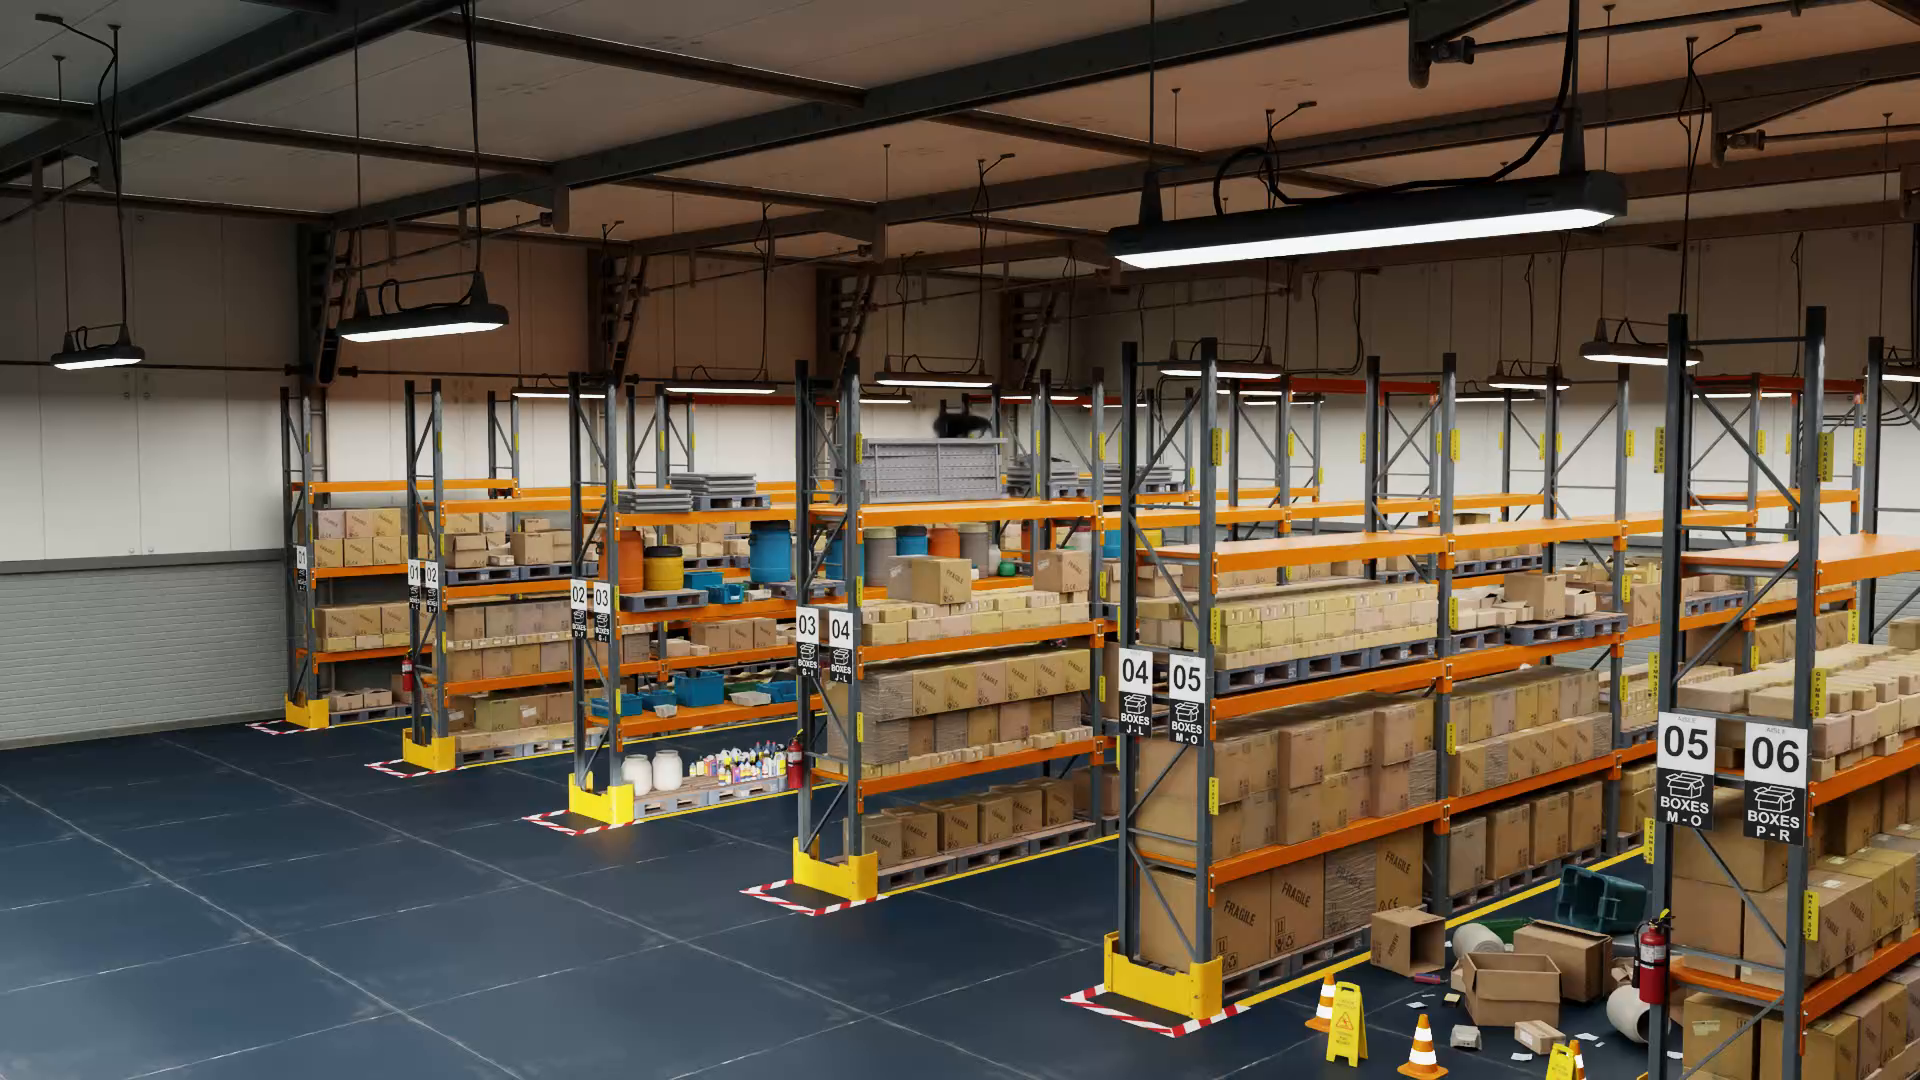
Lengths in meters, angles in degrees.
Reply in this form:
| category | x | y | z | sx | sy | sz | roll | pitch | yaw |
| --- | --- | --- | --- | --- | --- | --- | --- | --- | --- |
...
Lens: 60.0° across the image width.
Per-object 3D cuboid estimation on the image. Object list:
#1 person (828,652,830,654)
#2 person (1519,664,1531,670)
| category | x | y | z | sx | sy | sz | roll | pitch | yaw |
| --- | --- | --- | --- | --- | --- | --- | --- | --- | --- |
| person | -2.512 | 2.104 | 35.410 | 0.592 | 1.640 | 0.762 | 3 | 5 | 38 |
| person | 8.390 | 2.713 | 24.688 | 0.683 | 1.765 | 0.849 | 2 | 4 | 34 |
